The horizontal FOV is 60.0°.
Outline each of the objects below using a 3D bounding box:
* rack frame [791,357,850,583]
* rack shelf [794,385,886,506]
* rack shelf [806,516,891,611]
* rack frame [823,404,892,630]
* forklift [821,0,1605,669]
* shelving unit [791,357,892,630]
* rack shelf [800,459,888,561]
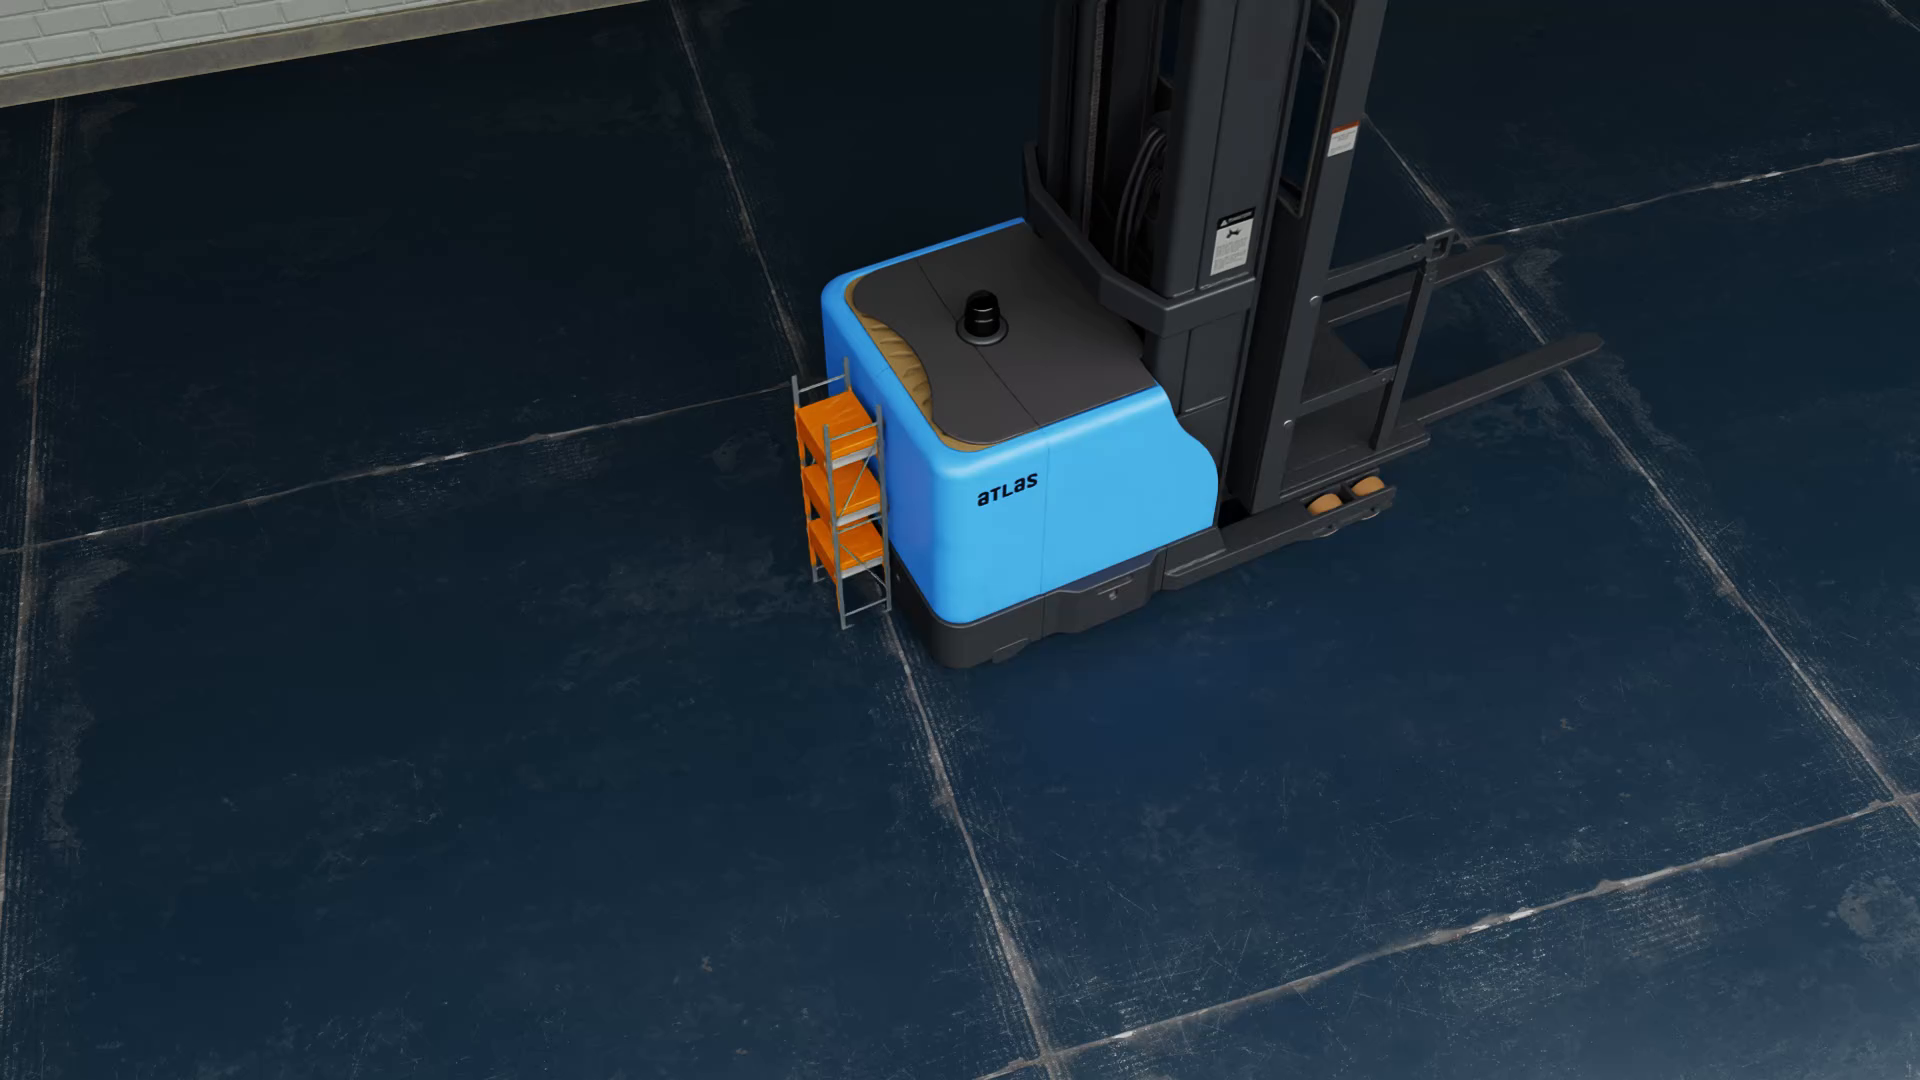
[{"bbox_3d":[-0.450,-0.217,5.746,0.200,1.050,0.008,-22,53,-17],"label":"rack frame"},{"bbox_3d":[-0.394,-0.311,5.468,0.215,0.259,0.240,-22,53,-17],"label":"rack shelf"},{"bbox_3d":[-0.394,0.052,5.897,0.215,0.259,0.240,-22,53,-17],"label":"rack shelf"},{"bbox_3d":[-0.338,-0.052,5.607,0.200,1.050,0.008,-22,53,-17],"label":"rack frame"},{"bbox_3d":[1.069,-1.299,5.428,3.031,2.935,1.130,-21,53,-17],"label":"forklift"},{"bbox_3d":[-0.394,-0.134,5.677,0.215,1.050,0.252,-22,53,-17],"label":"shelving unit"},{"bbox_3d":[-0.394,-0.128,5.685,0.215,0.259,0.240,-22,53,-17],"label":"rack shelf"}]
